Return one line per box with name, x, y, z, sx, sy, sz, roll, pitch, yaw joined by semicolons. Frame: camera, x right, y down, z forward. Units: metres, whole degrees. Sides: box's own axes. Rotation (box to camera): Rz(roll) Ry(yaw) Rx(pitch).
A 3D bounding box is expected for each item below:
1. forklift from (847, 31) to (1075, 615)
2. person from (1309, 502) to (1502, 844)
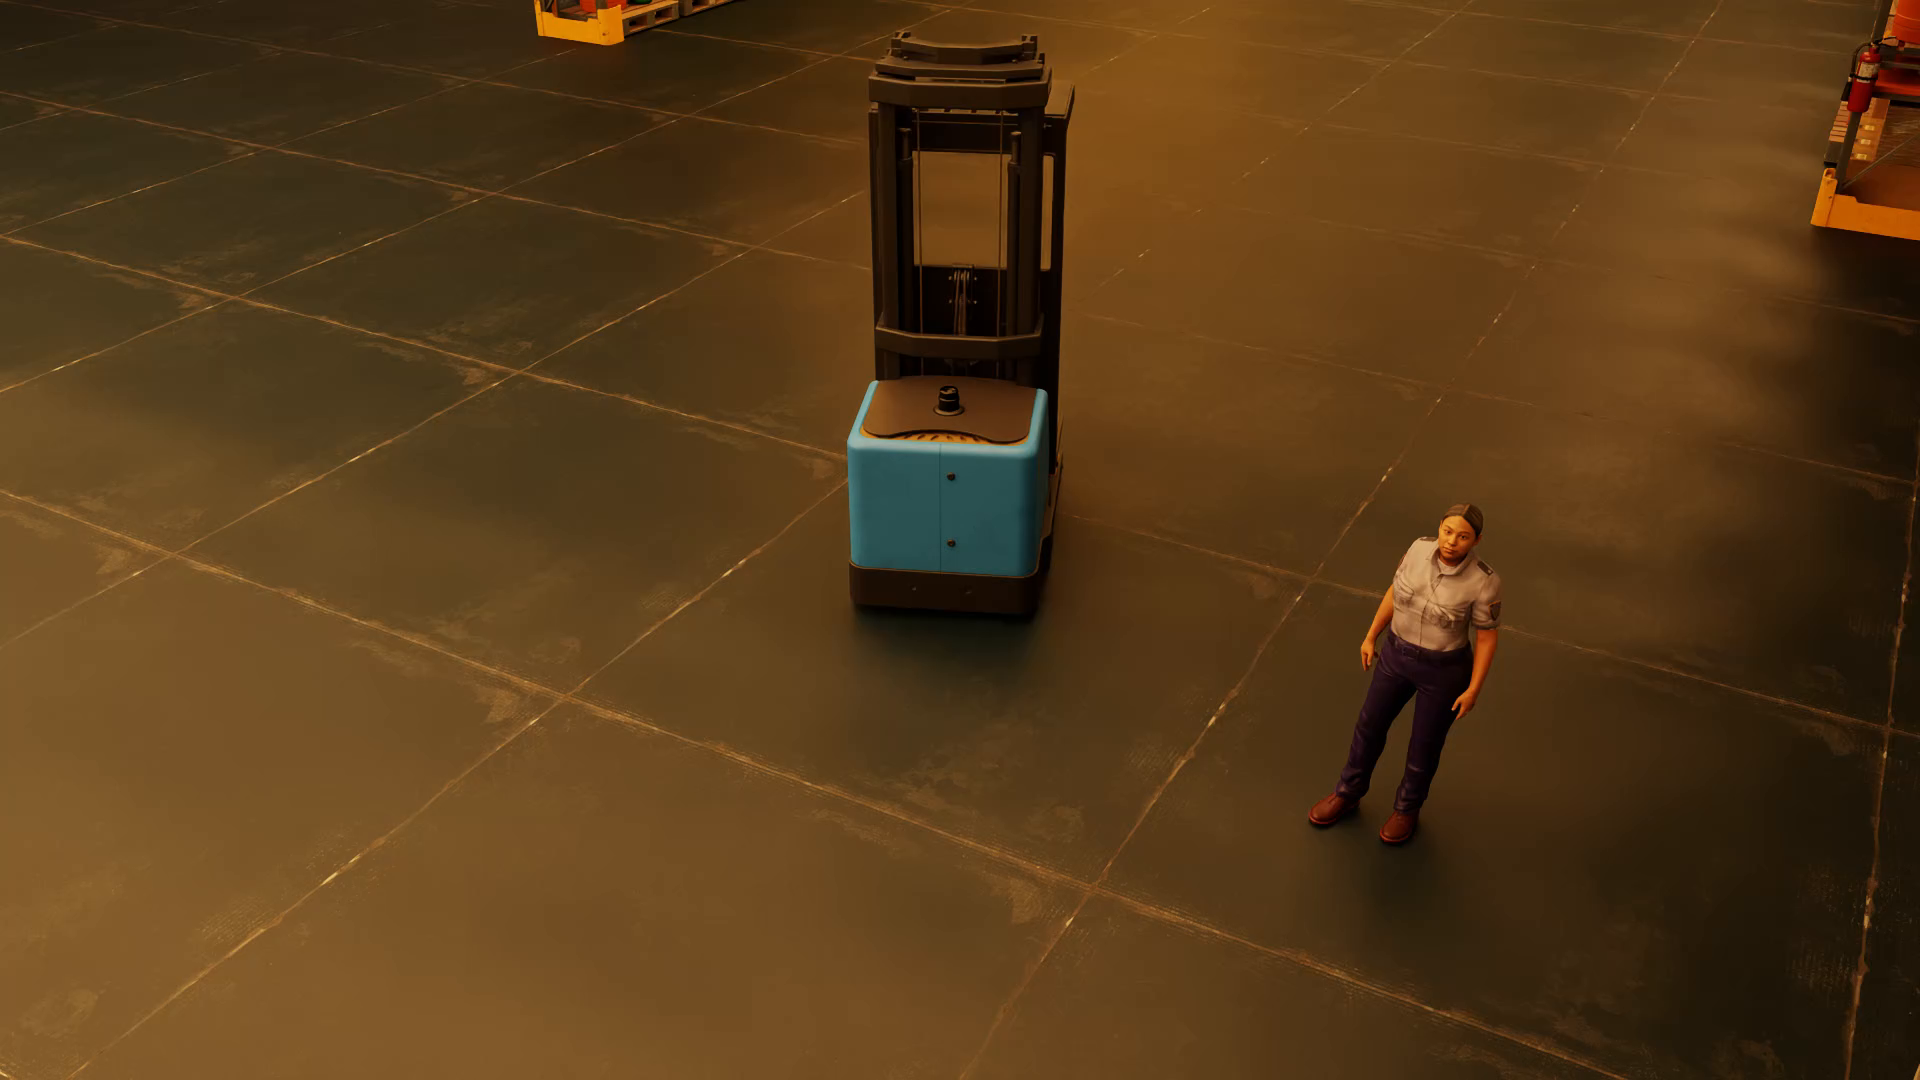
forklift;0.072;-1.572;9.794;1.130;2.935;3.031;3;30;6
person;1.981;0.597;7.305;0.596;1.651;0.504;25;38;37
